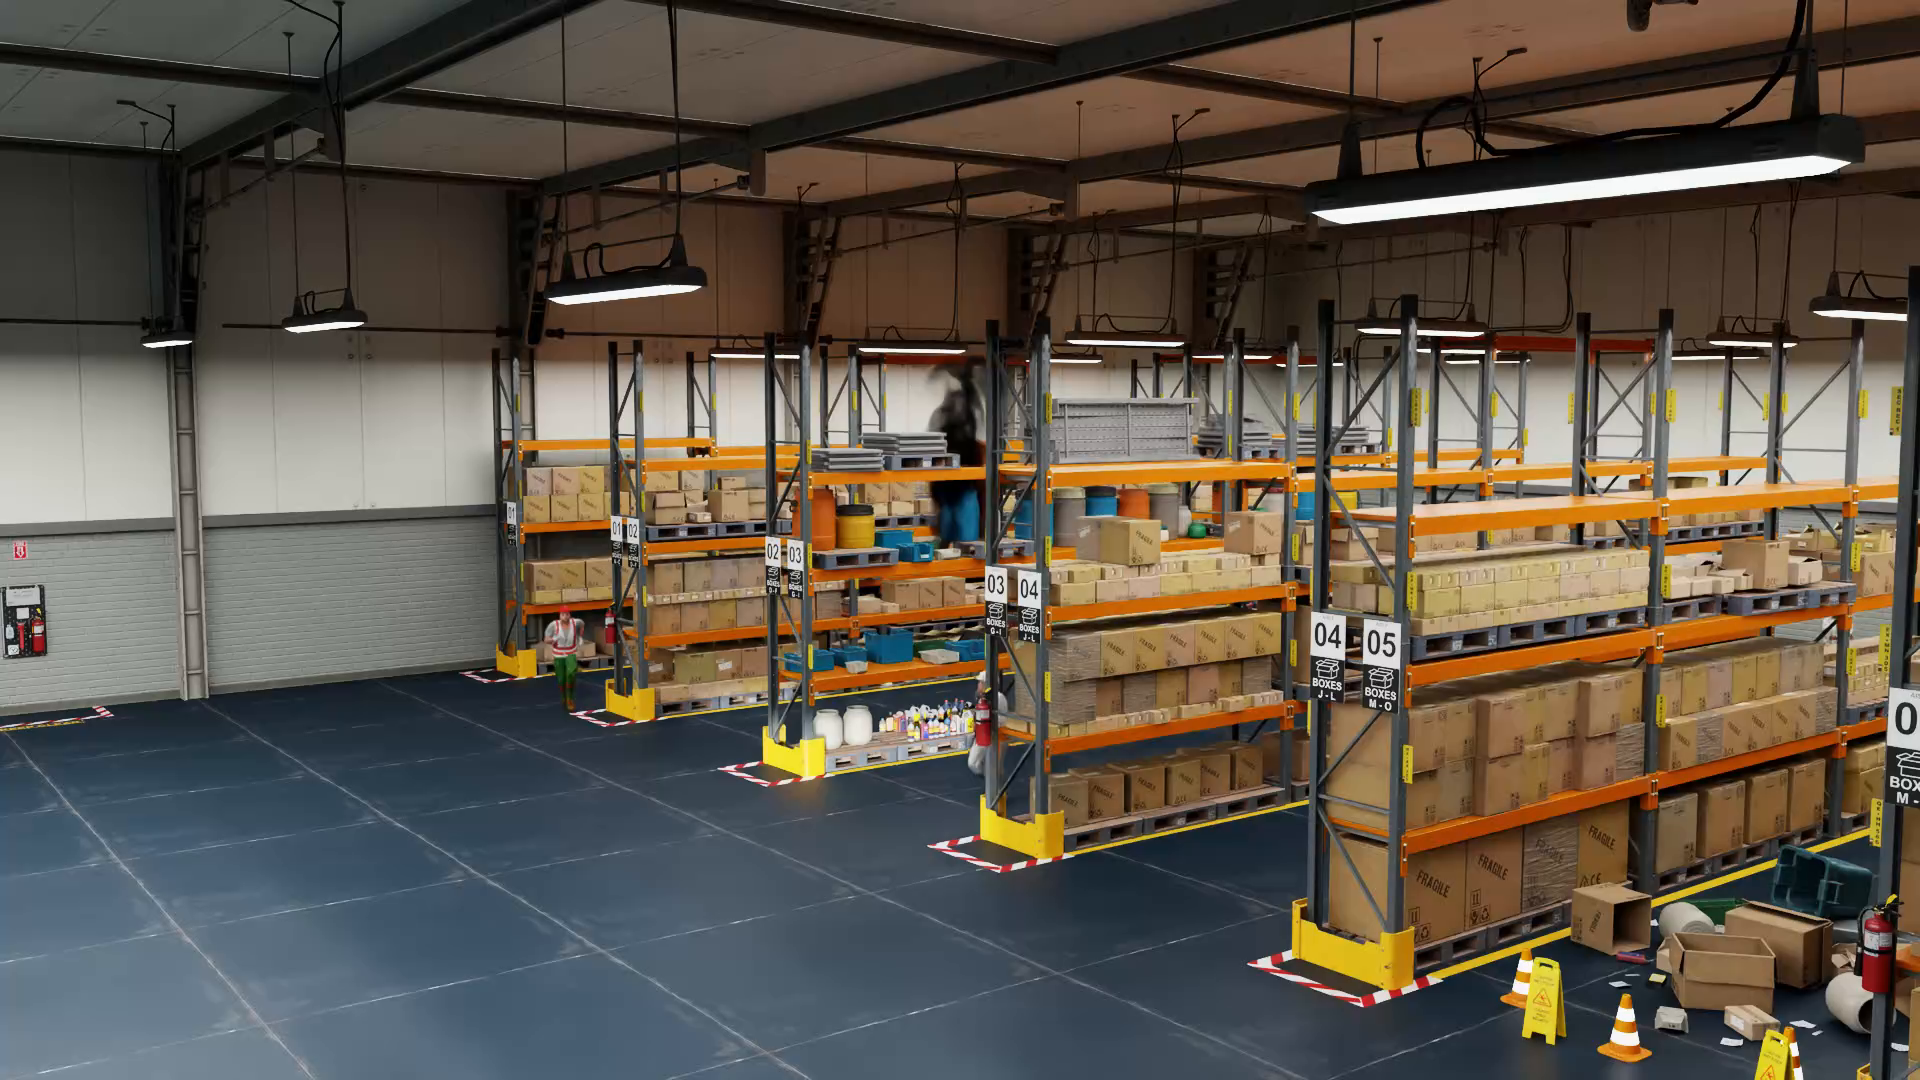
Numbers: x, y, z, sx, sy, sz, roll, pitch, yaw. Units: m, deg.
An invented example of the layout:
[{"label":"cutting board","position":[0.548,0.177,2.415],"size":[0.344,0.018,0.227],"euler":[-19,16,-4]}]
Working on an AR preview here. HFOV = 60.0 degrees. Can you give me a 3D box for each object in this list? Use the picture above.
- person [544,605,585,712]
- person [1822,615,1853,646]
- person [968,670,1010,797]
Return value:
[{"label":"person","position":[-6.438,1.904,27.114],"size":[0.641,1.745,0.927],"euler":[-1,5,-12]},{"label":"person","position":[14.742,1.871,28.005],"size":[0.731,1.747,0.555],"euler":[-5,7,-42]},{"label":"person","position":[0.377,2.459,20.896],"size":[0.618,1.694,0.737],"euler":[4,7,40]}]
